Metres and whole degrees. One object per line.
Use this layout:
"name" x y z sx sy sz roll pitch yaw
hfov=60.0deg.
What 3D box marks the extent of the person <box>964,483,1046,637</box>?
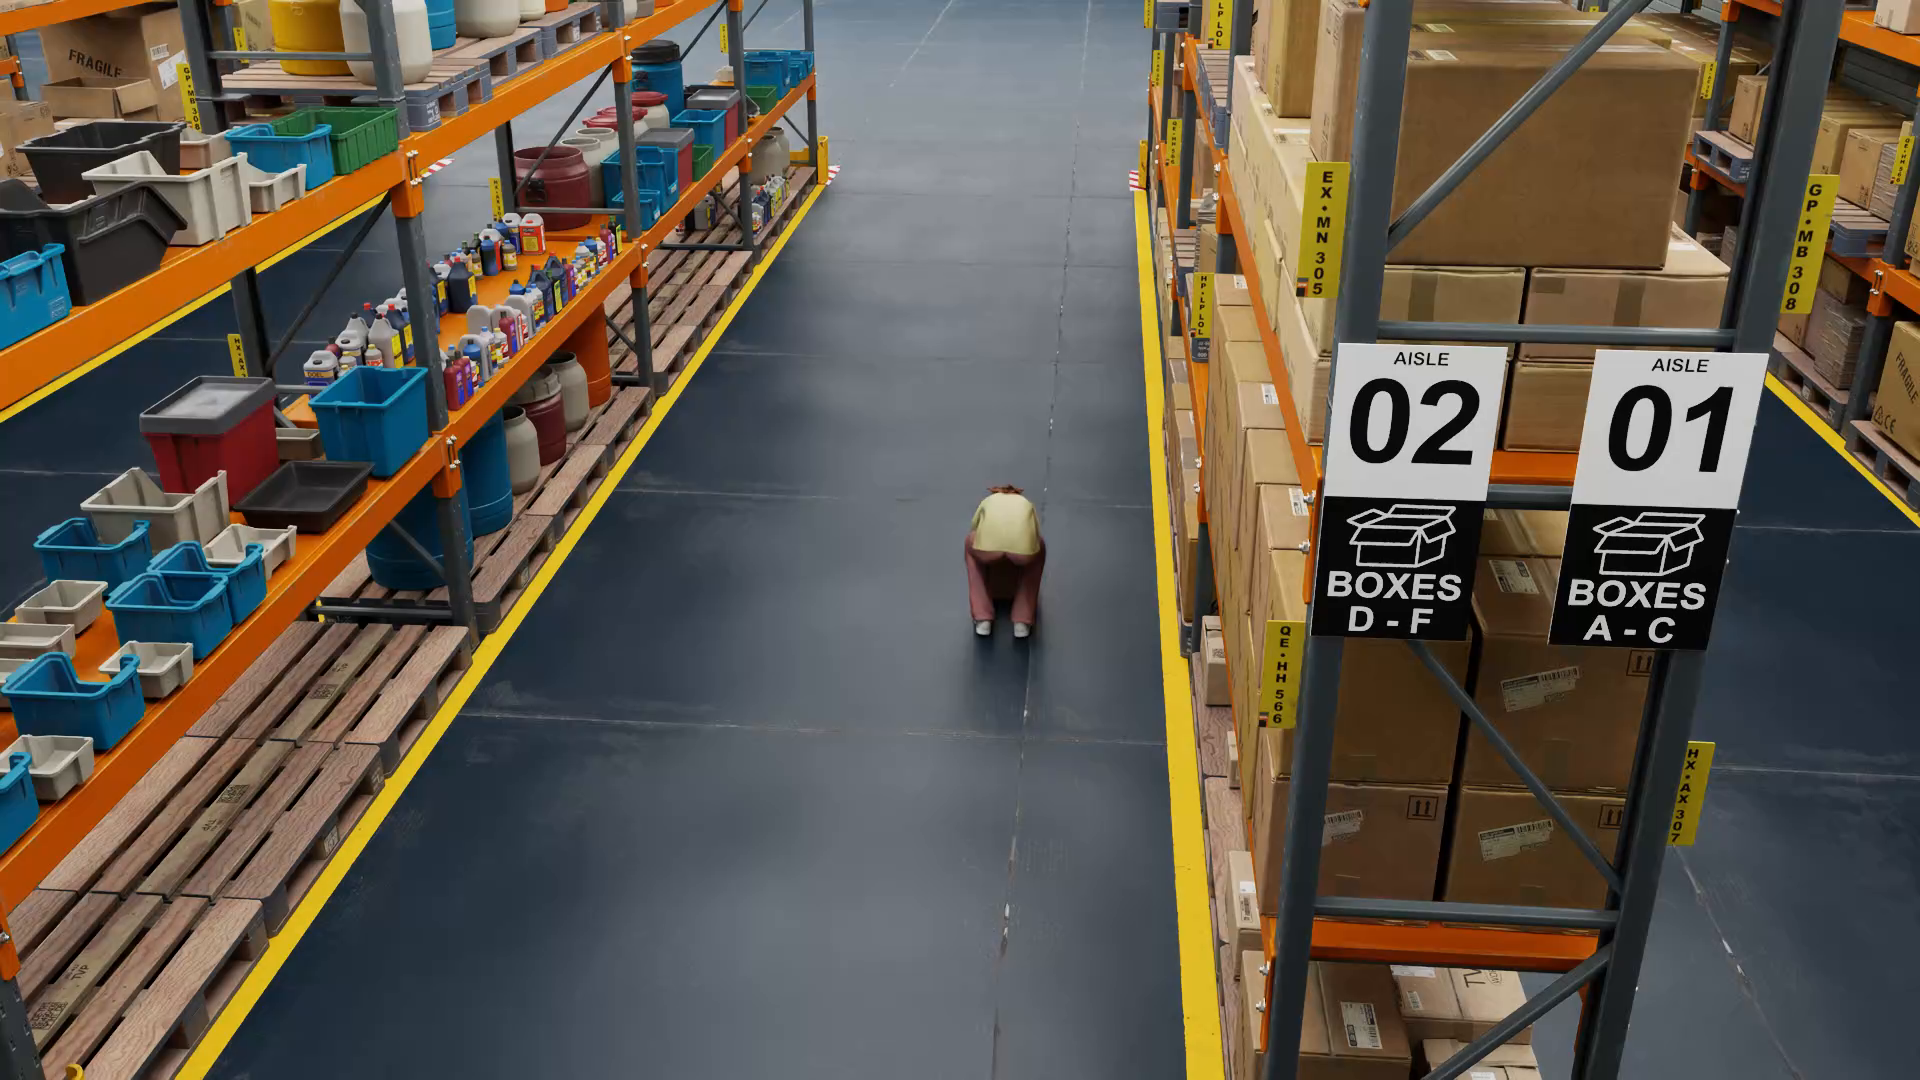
"person" 0.269 0.090 9.517 0.448 0.795 0.864 1 25 3
